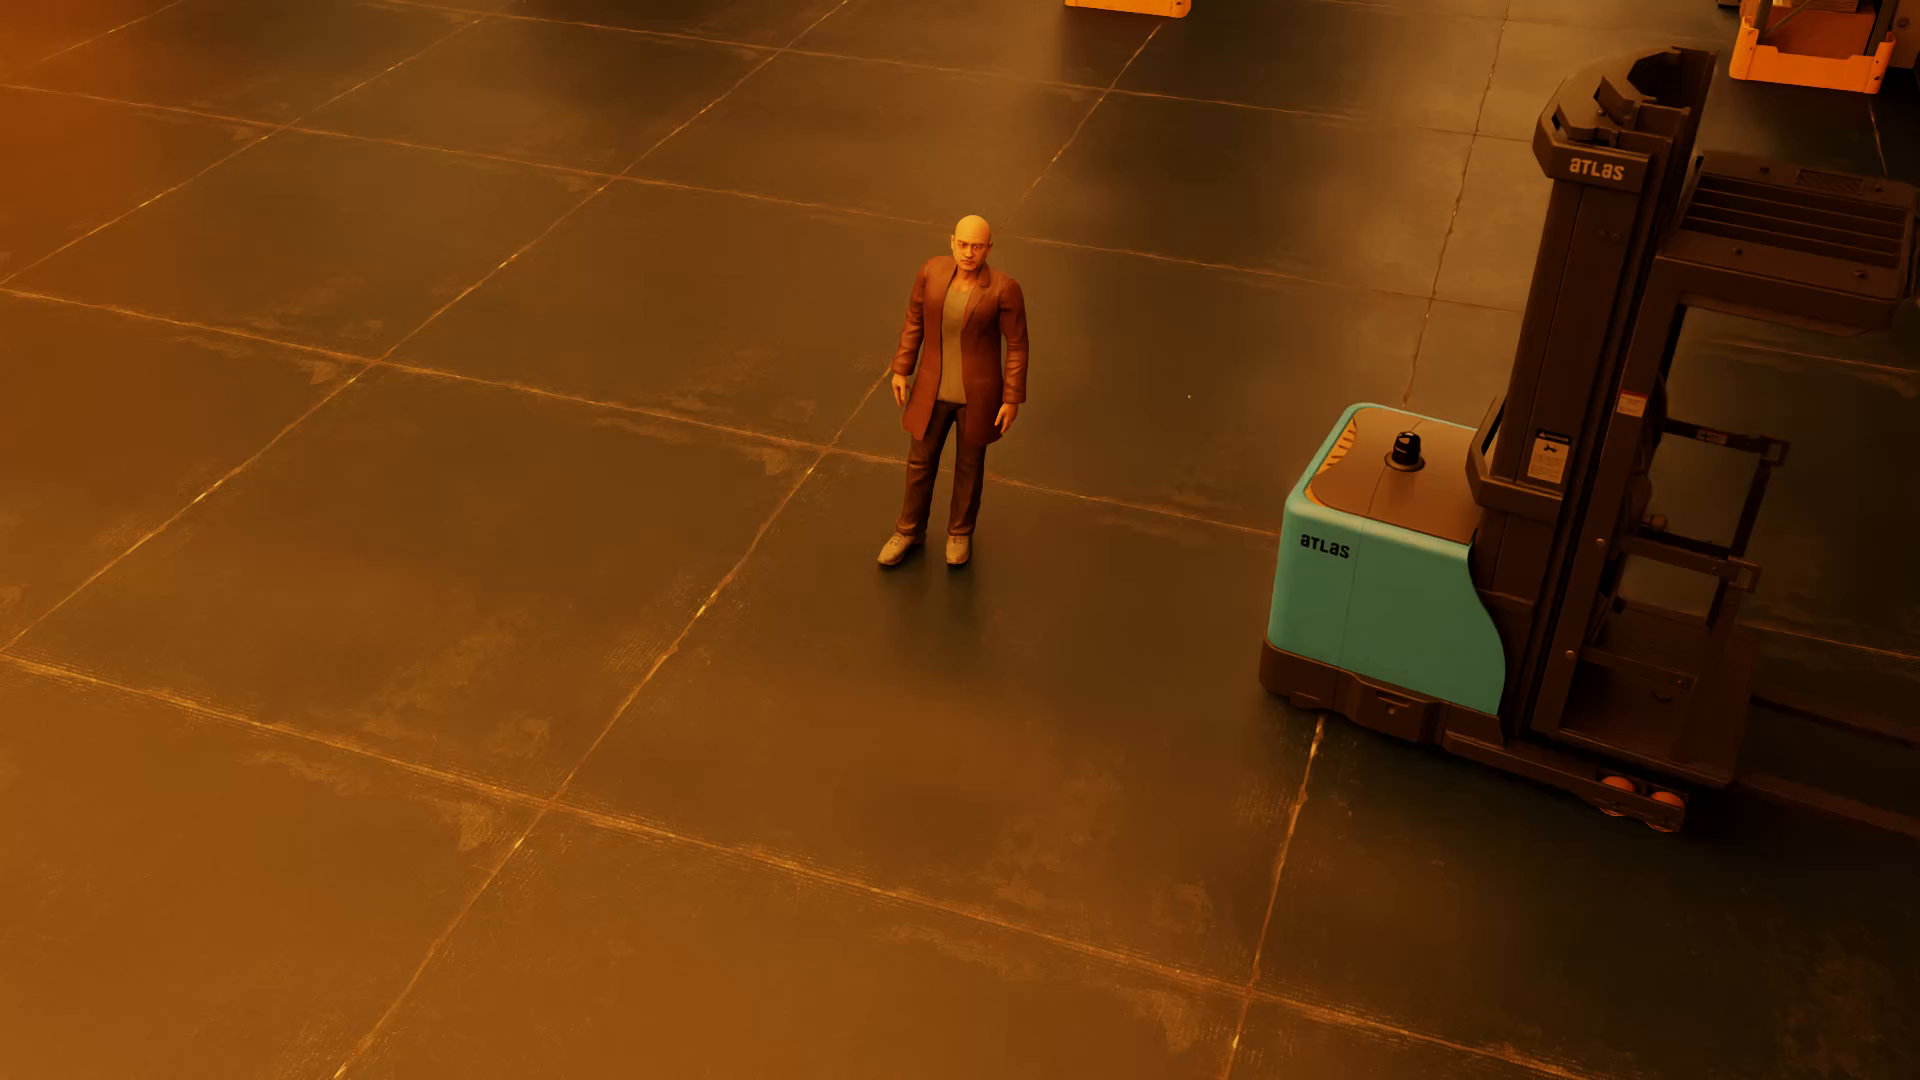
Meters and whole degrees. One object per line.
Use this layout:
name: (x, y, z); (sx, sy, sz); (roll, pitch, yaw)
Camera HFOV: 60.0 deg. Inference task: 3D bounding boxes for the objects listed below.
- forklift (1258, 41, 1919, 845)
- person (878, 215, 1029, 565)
forklift: (2.915, -0.333, 6.581); (3.031, 2.935, 1.130); (17, 39, 22)
person: (-0.035, -0.683, 8.058); (0.694, 1.776, 0.582); (12, 37, 16)
